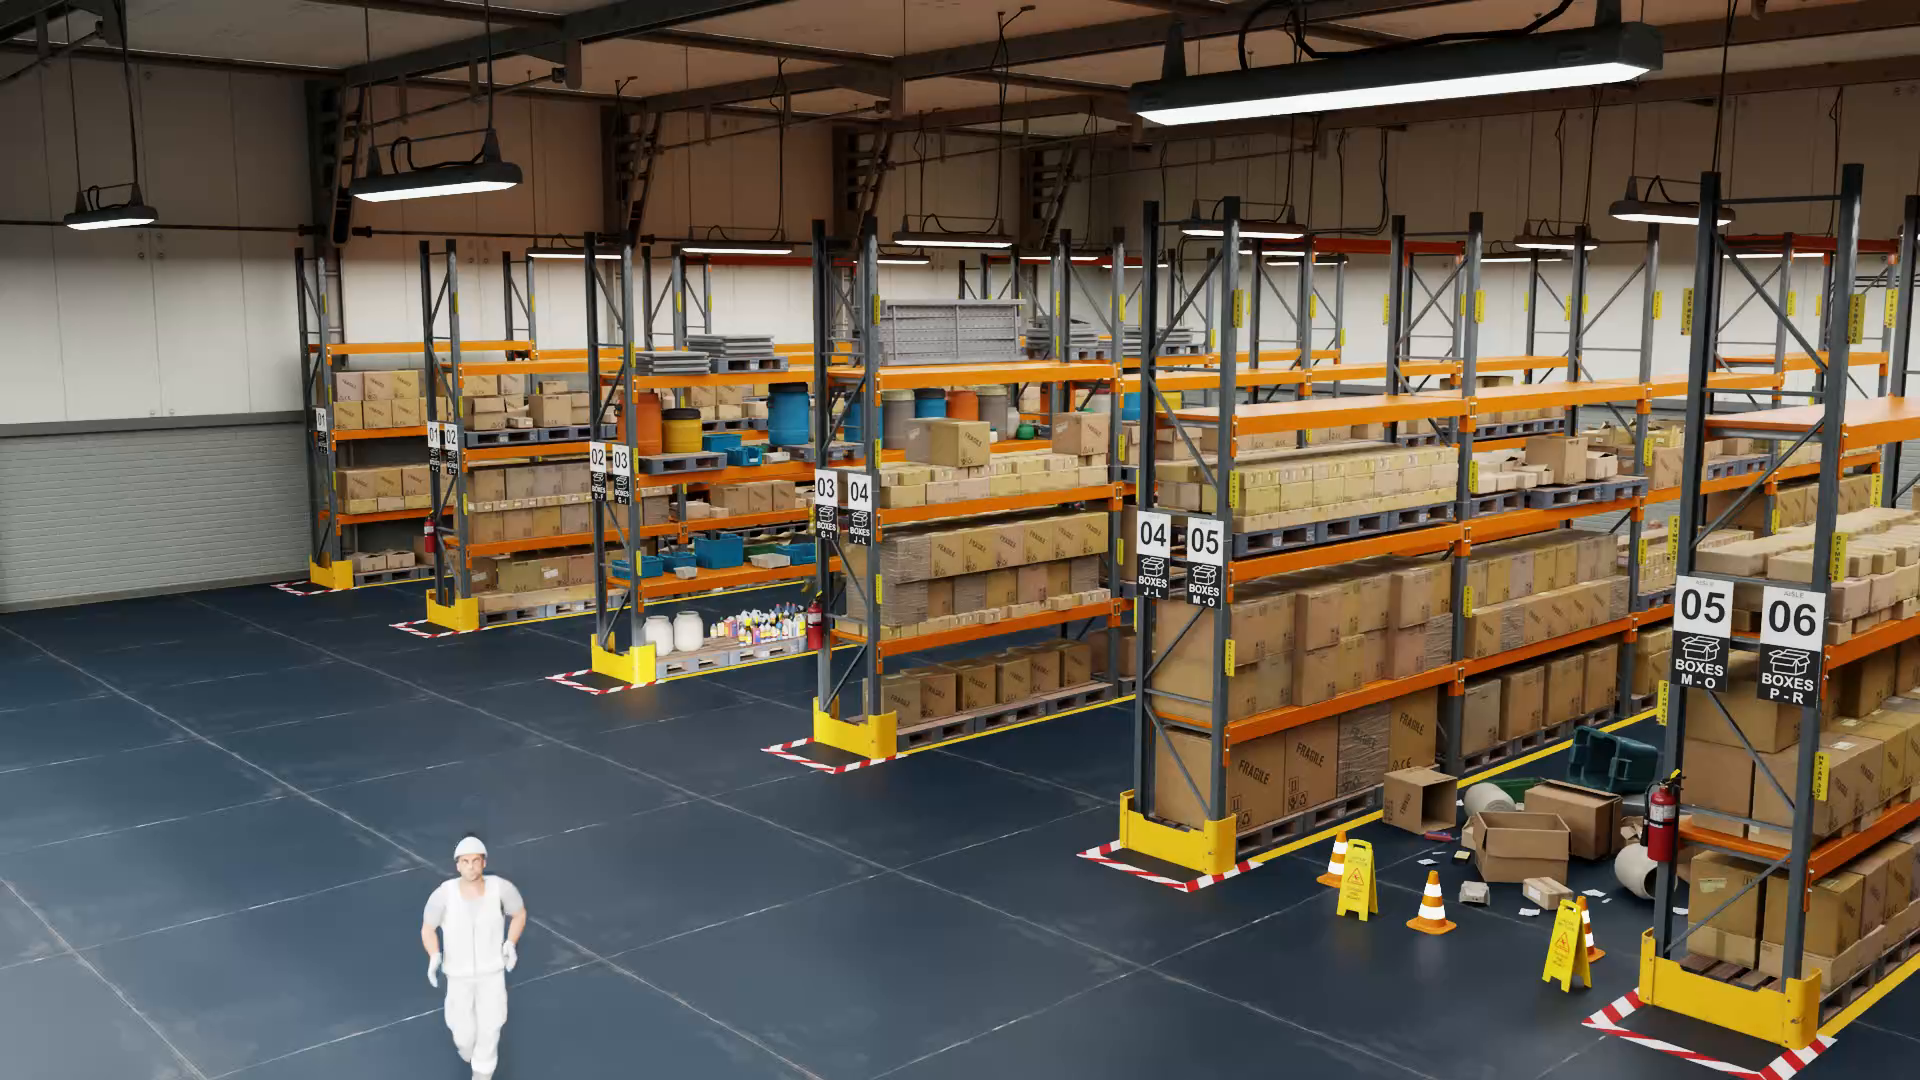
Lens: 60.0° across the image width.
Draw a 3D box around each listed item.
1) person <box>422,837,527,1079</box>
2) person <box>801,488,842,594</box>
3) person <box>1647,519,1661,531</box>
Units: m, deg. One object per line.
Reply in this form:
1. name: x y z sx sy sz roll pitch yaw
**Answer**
1. person: -3.111 2.754 10.713 0.656 1.749 0.704 -3 9 -17
2. person: -2.297 -0.052 27.545 0.682 1.820 0.819 6 10 36
3. person: 10.643 0.560 25.536 0.938 1.783 0.719 -7 11 -41
